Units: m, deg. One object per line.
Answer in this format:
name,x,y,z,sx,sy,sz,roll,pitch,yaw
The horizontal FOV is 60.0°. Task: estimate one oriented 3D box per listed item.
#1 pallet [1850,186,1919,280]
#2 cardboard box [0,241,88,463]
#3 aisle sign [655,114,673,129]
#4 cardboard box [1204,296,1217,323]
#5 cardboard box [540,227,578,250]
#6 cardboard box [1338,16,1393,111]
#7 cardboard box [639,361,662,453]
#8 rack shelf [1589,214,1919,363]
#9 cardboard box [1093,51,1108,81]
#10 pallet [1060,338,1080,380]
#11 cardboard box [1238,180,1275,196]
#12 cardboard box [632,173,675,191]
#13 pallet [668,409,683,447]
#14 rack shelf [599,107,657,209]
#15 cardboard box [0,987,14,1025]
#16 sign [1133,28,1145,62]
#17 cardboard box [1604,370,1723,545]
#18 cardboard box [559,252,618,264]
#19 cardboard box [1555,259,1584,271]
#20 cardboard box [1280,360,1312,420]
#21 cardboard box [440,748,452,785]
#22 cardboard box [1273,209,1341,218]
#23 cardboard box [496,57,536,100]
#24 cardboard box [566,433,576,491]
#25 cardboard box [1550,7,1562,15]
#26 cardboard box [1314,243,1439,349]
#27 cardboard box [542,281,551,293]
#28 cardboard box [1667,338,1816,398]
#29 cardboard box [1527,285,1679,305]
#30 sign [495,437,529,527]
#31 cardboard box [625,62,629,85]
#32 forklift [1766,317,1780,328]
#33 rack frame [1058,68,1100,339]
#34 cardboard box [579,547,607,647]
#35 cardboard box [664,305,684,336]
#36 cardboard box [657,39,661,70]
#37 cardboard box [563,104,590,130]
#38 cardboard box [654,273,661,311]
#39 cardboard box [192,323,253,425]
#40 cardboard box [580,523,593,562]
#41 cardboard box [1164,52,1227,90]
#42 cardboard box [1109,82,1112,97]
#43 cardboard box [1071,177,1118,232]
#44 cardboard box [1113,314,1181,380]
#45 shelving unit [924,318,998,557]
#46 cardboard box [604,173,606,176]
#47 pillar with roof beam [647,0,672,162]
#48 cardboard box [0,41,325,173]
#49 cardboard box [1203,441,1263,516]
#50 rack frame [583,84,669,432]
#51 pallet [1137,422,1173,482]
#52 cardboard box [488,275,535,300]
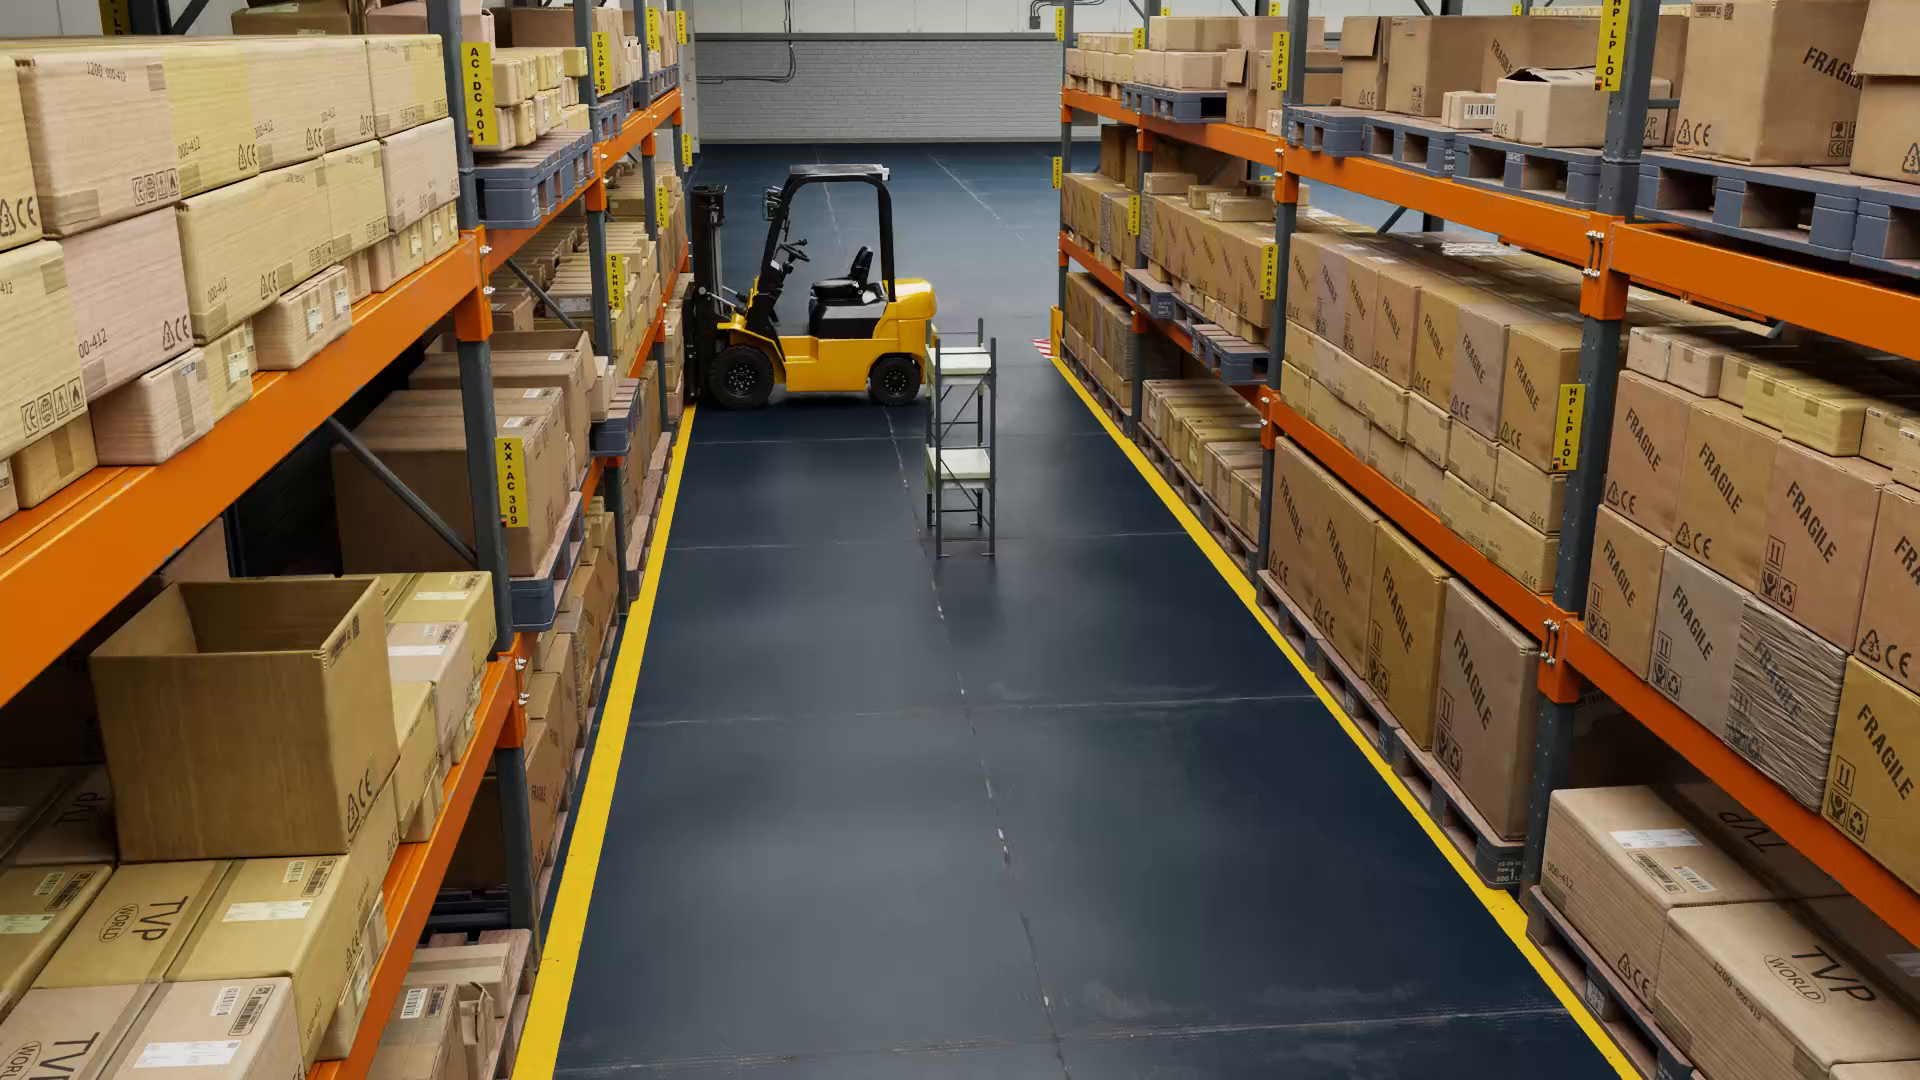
pallet,3.010,-0.707,4.061,1.003,0.211,1.213,-2,18,-6
cardboard box,-1.485,-0.221,2.118,0.500,0.250,0.500,-2,18,-6
aisle sign,-3.076,-4.614,17.027,0.394,0.787,0.004,-2,18,-6
cardboard box,1.902,-1.595,11.469,0.380,0.149,0.250,-1,17,-5
cardboard box,-3.151,-2.318,12.803,0.380,0.149,0.250,-2,18,-7
cardboard box,2.589,-2.689,9.355,0.797,0.503,0.637,-3,18,-9
cardboard box,-2.884,-1.066,13.328,0.875,0.625,0.625,-1,17,-3
rack shelf,3.019,-0.417,4.190,1.077,0.370,4.000,-2,18,-6
cardboard box,1.516,-4.387,15.388,0.500,0.250,0.500,-1,17,-4
pallet,1.632,-1.904,17.388,1.003,0.211,1.213,-2,18,-6
cardboard box,2.344,-2.672,12.733,0.380,0.149,0.250,-2,18,-7
cardboard box,-2.884,-3.367,15.648,0.380,0.149,0.250,-1,17,-5
pallet,-2.989,-1.062,14.706,1.003,0.211,1.213,-2,18,-6
rack shelf,-2.743,-2.646,11.290,1.077,0.370,4.000,-2,18,-6
cardboard box,-2.075,1.069,3.019,0.500,0.250,0.500,-2,18,-5
sign,1.449,-3.967,13.434,0.100,0.325,0.005,-2,18,-6
cardboard box,2.621,-0.300,5.789,0.500,0.500,0.500,-2,18,-5
cardboard box,-2.543,-1.882,11.414,0.380,0.149,0.250,-2,18,-6
cardboard box,6.717,-2.407,17.184,0.875,0.875,0.875,-2,18,-7
cardboard box,2.201,-0.891,9.758,0.500,0.250,0.500,-2,18,-7
cardboard box,-1.740,0.669,4.956,0.380,0.149,0.250,-1,17,-4
cardboard box,2.418,-2.110,12.025,0.500,0.500,0.500,-2,18,-8
cardboard box,-1.801,-1.728,6.221,0.380,0.149,0.250,-2,18,-7
cardboard box,-1.885,-0.332,7.251,0.396,0.266,0.258,-1,17,-3
cardboard box,6.258,-5.362,16.962,0.380,0.149,0.250,-2,18,-6
cardboard box,2.269,-1.339,9.098,0.500,0.500,0.500,-2,18,-5
cardboard box,-2.962,-1.556,11.040,0.500,0.250,0.500,-2,18,-6
cardboard box,2.630,-0.581,5.601,0.380,0.149,0.250,-2,17,-5
cardboard box,2.924,-0.890,7.667,0.500,0.500,0.500,-2,18,-7
sign,-1.585,-0.202,5.868,0.100,0.325,0.005,-2,18,-6
cardboard box,-2.454,-3.165,11.294,0.380,0.149,0.250,-2,18,-6
forklift,5.062,-0.916,9.702,1.130,2.935,3.031,-1,17,-3
rack frame,1.575,-3.500,17.817,1.000,3.000,0.127,-2,18,-6
cardboard box,-2.238,0.299,9.189,0.500,0.500,0.500,-2,18,-6
cardboard box,-2.792,-1.974,15.176,0.500,0.250,0.500,-1,17,-4
cardboard box,-2.800,-4.220,14.460,0.396,0.266,0.258,-2,18,-7
cardboard box,-2.242,-2.176,8.843,0.500,0.250,0.500,-2,18,-7
cardboard box,-2.637,-1.940,13.099,0.500,0.250,0.500,-1,17,-4
cardboard box,-1.533,-0.301,3.041,0.380,0.149,0.250,-2,18,-6
cardboard box,-2.191,0.020,8.994,0.380,0.149,0.250,-2,18,-7
cardboard box,1.777,-3.381,11.981,0.500,0.250,0.500,-2,18,-6
cardboard box,1.587,-4.167,15.355,0.380,0.149,0.250,-2,18,-6
cardboard box,1.405,-3.386,16.790,0.500,0.500,0.500,-1,17,-4
cardboard box,1.660,-1.722,14.793,0.500,0.500,0.500,-2,18,-6
shelving unit,-0.001,-0.718,11.459,0.431,1.500,0.755,-2,18,-6
cardboard box,-3.513,-3.347,15.585,0.380,0.149,0.250,-2,18,-7
pillar with roof beam,-1.761,-11.468,33.183,9.100,9.000,0.400,-2,18,-6
cardboard box,-1.669,-0.911,3.483,0.500,0.250,0.500,-1,17,-4
cardboard box,2.268,-0.451,11.792,0.950,0.372,0.625,-2,18,-7
rack frame,-2.949,-2.154,13.529,1.000,3.000,0.127,-2,18,-6
pallet,2.070,-0.746,13.700,1.003,0.211,1.213,-2,18,-6
cardboard box,-2.875,-1.563,10.399,0.380,0.149,0.250,-2,18,-6
